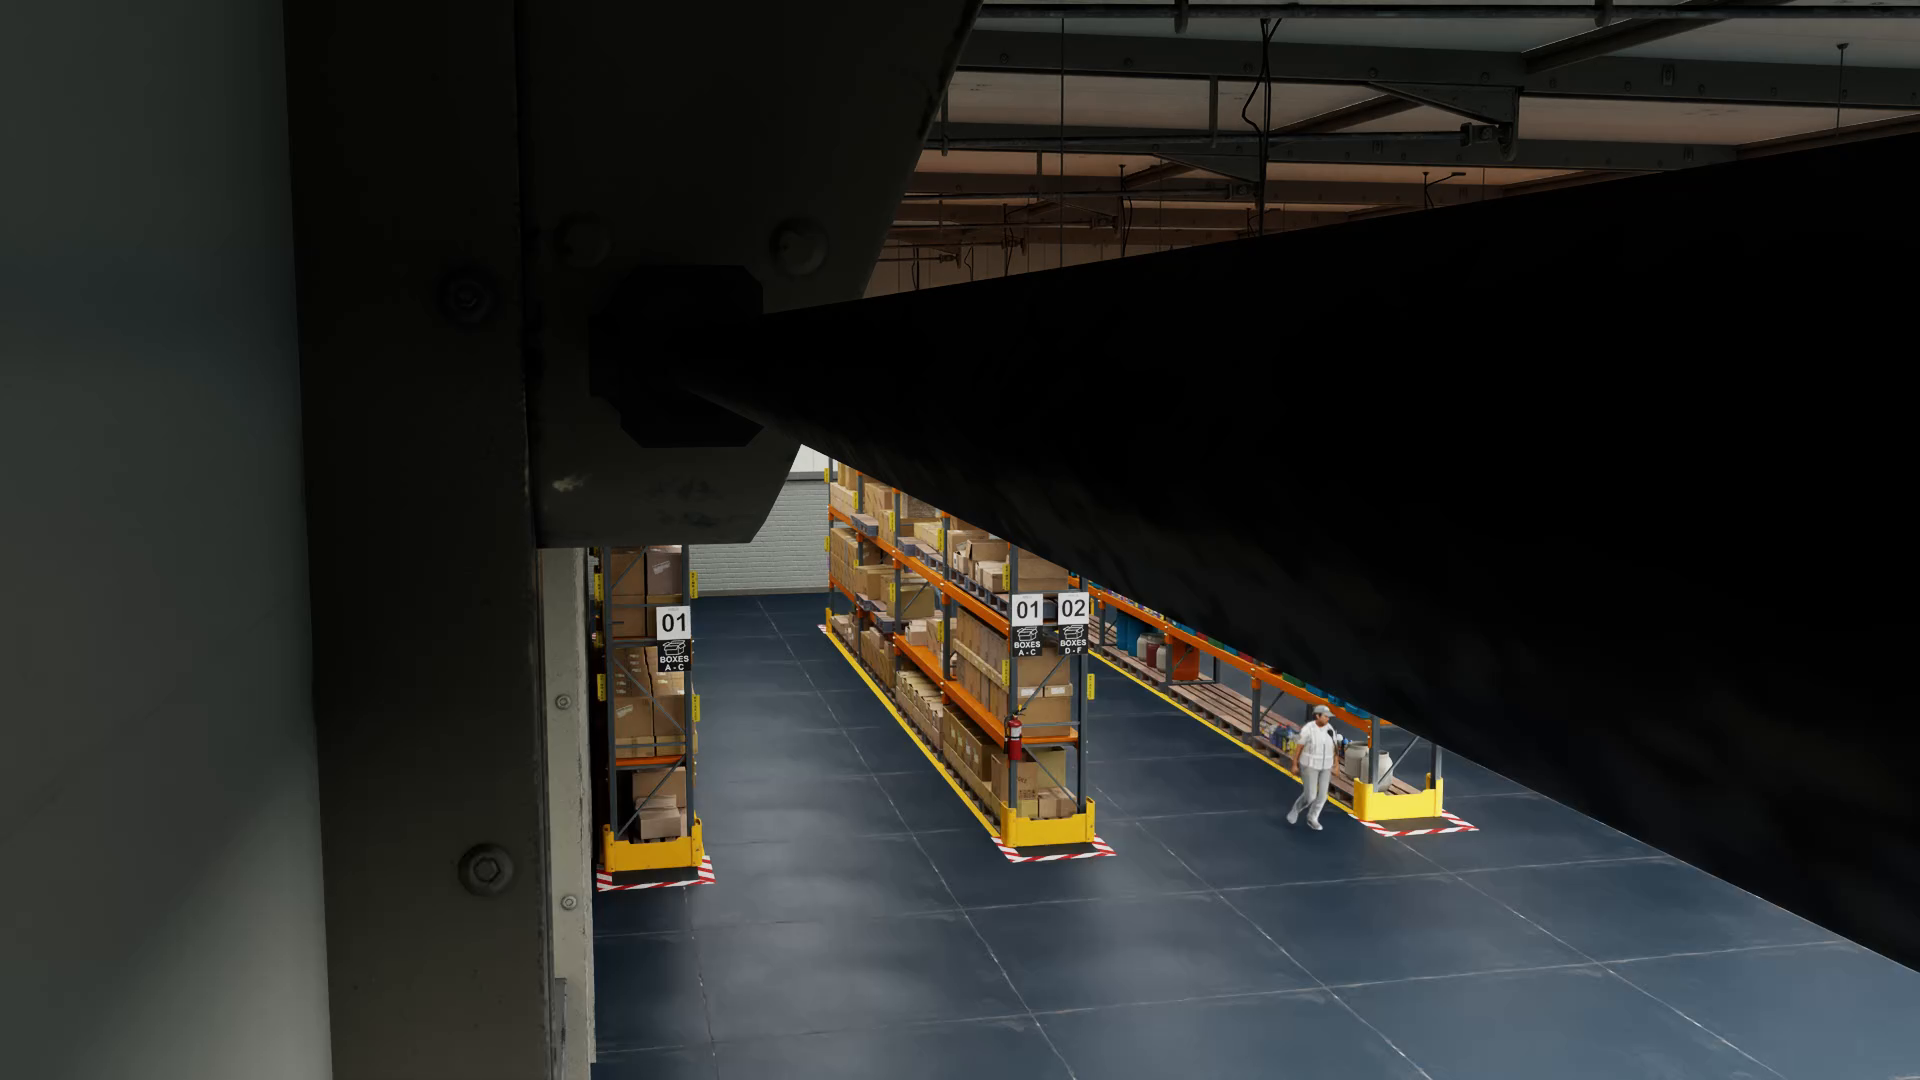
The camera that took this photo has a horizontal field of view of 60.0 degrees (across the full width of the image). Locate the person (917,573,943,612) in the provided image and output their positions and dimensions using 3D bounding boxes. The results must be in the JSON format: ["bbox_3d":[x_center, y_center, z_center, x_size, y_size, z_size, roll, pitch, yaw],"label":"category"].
[{"bbox_3d":[-0.698,1.060,37.124,0.979,1.753,0.720,5,9,37],"label":"person"}]

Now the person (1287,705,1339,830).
[{"bbox_3d":[4.597,2.939,21.587,0.573,1.643,0.512,-2,7,-19],"label":"person"}]
